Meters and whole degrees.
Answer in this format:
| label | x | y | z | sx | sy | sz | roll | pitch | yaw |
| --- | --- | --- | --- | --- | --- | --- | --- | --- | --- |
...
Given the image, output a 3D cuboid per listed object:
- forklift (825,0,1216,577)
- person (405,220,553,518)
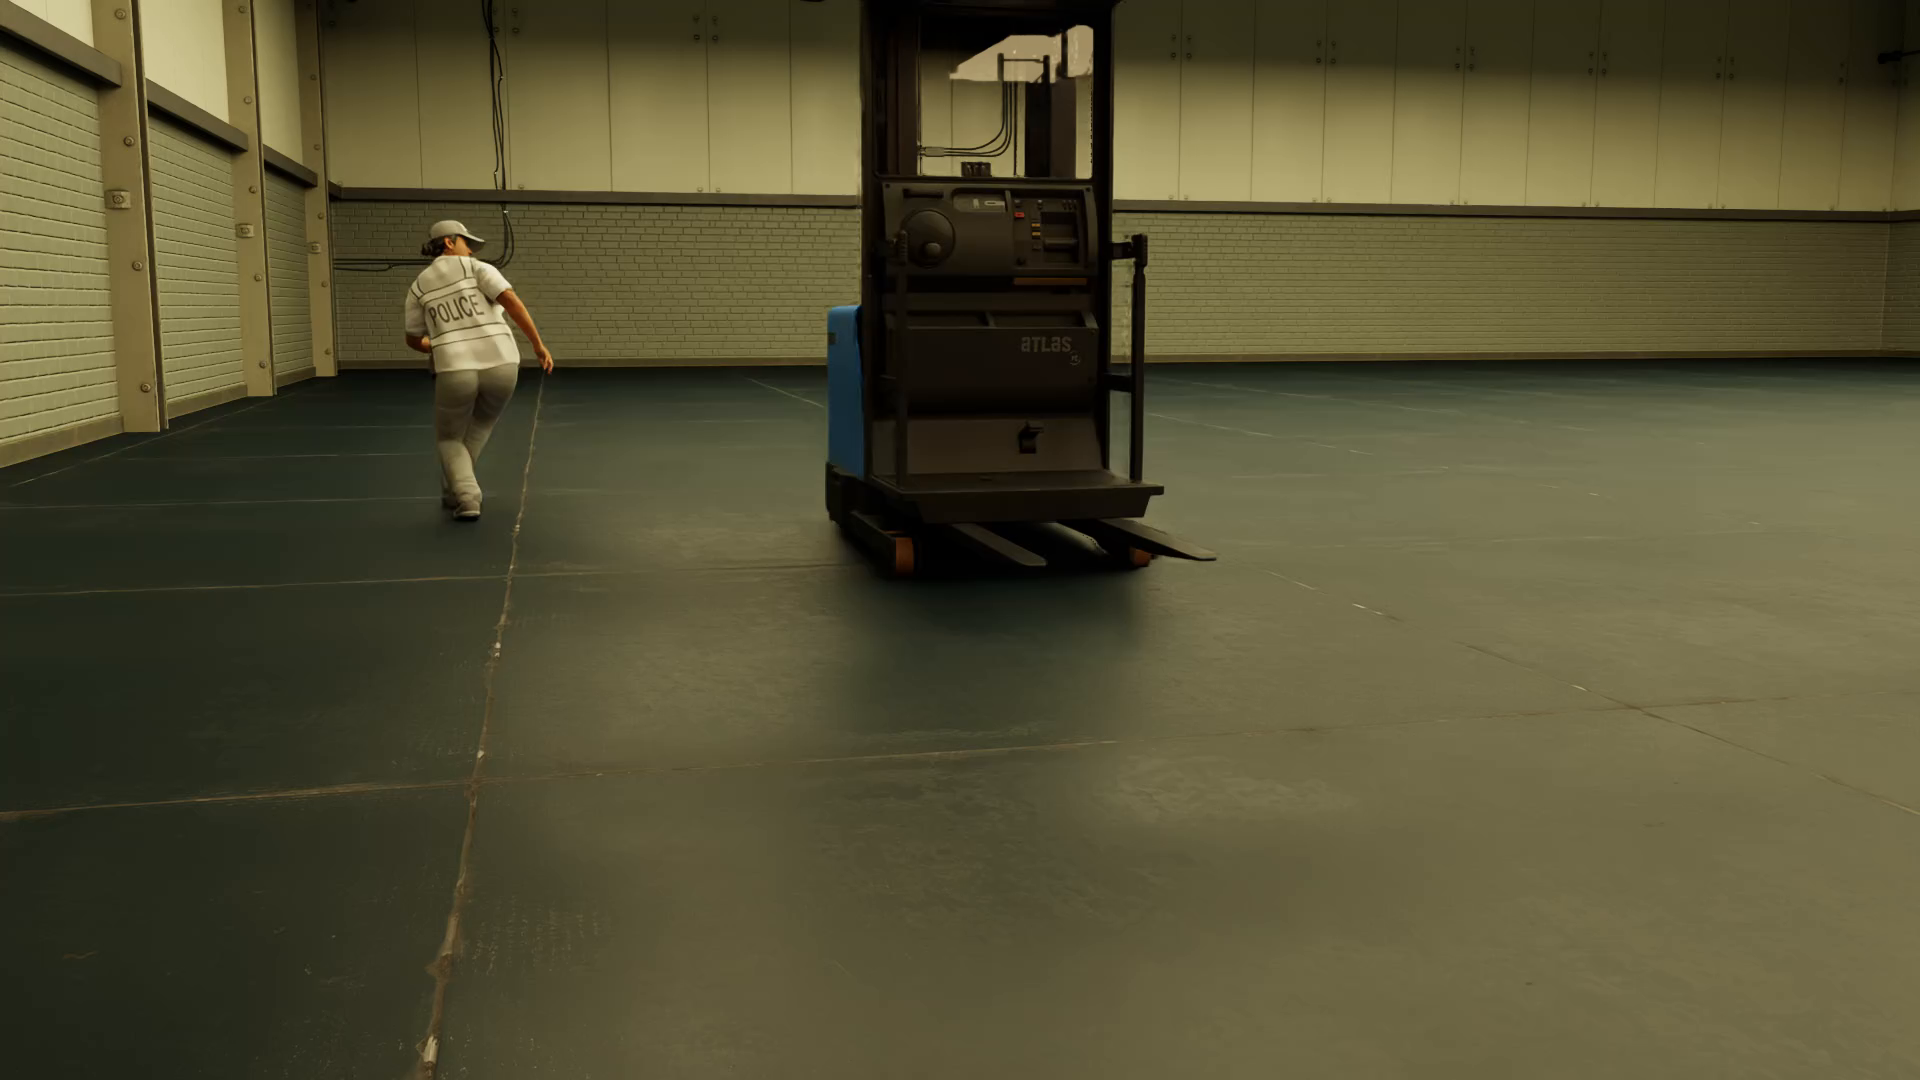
| label | x | y | z | sx | sy | sz | roll | pitch | yaw |
| --- | --- | --- | --- | --- | --- | --- | --- | --- | --- |
| forklift | 0.183 | -1.361 | 6.855 | 1.130 | 2.935 | 3.031 | -2 | 8 | -14 |
| person | -2.503 | -0.890 | 8.647 | 0.714 | 1.518 | 0.750 | -3 | 8 | -18 |
